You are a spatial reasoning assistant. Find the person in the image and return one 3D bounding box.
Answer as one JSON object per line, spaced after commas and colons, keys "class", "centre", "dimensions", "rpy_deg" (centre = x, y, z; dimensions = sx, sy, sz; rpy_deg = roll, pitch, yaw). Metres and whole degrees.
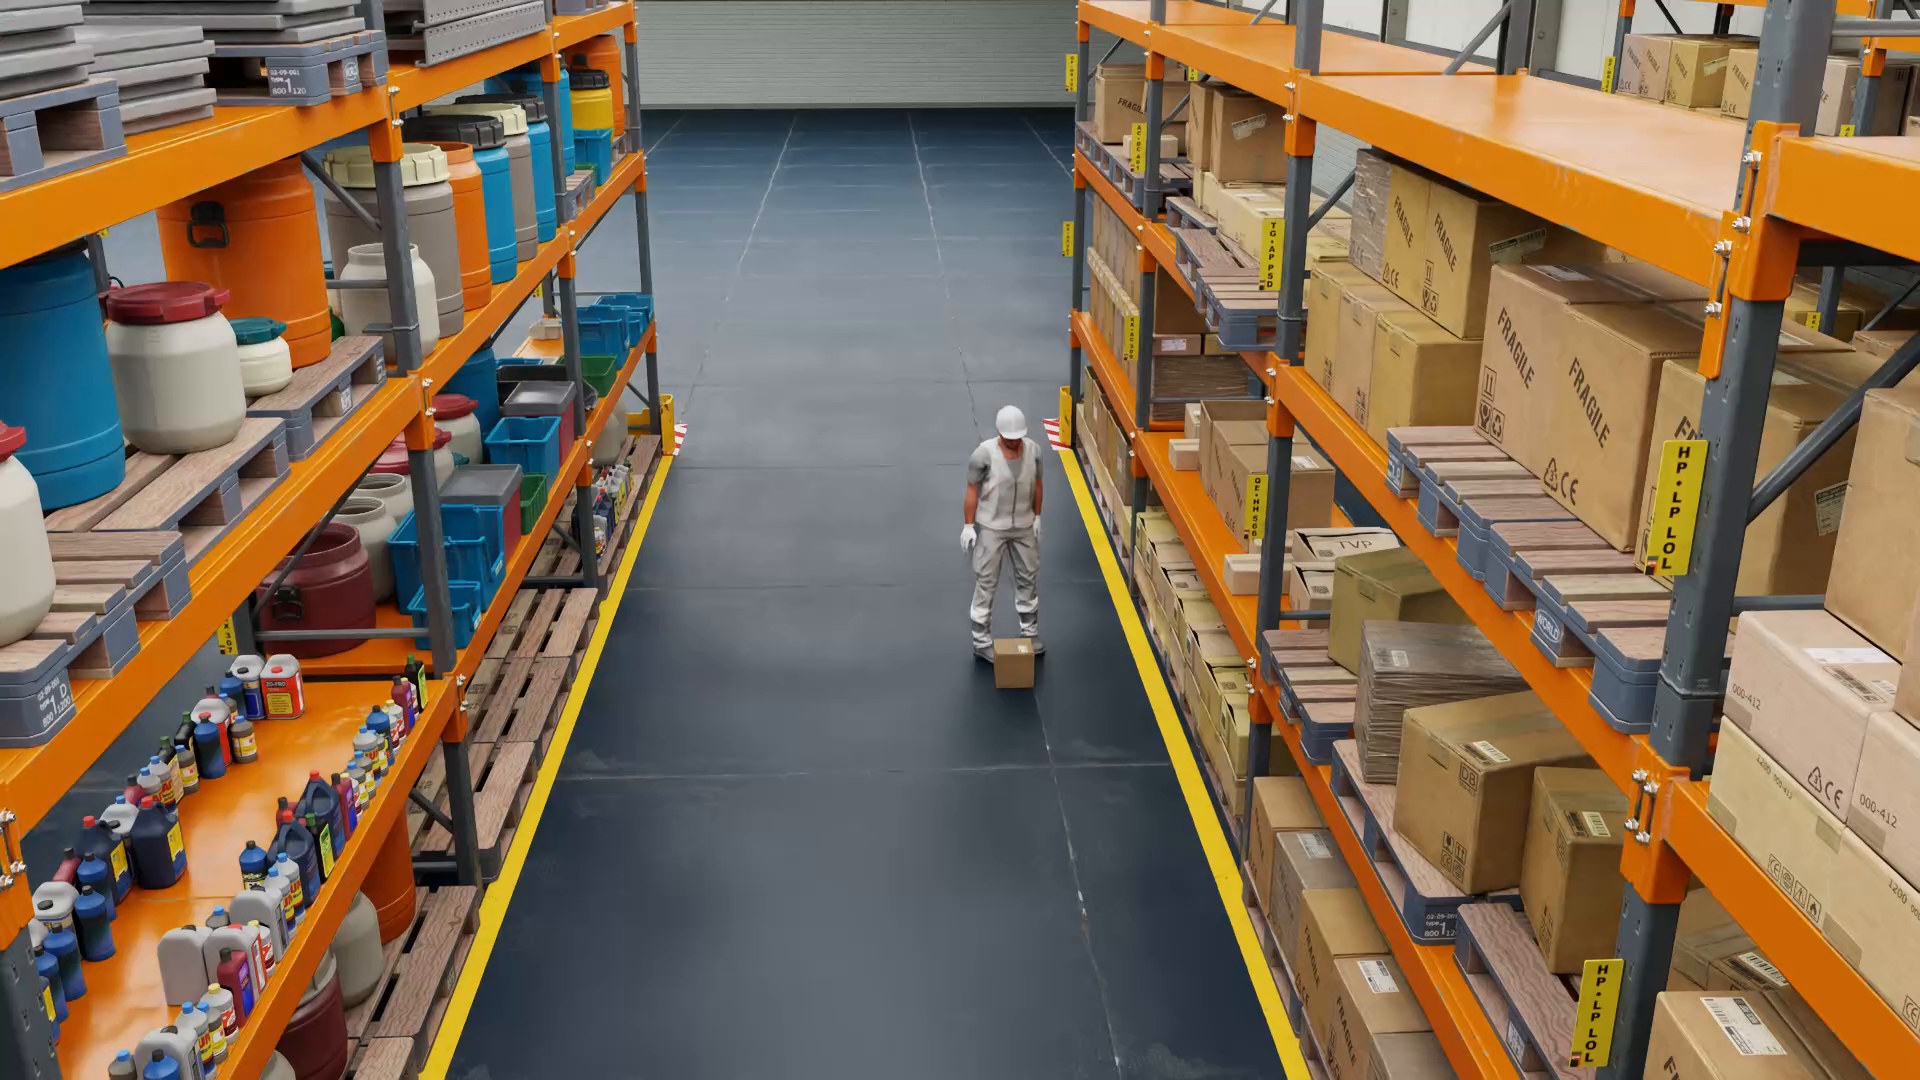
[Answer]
{"class": "person", "centre": [0.331, -0.061, 11.172], "dimensions": [0.606, 1.773, 0.452], "rpy_deg": [-6, 21, -17]}
